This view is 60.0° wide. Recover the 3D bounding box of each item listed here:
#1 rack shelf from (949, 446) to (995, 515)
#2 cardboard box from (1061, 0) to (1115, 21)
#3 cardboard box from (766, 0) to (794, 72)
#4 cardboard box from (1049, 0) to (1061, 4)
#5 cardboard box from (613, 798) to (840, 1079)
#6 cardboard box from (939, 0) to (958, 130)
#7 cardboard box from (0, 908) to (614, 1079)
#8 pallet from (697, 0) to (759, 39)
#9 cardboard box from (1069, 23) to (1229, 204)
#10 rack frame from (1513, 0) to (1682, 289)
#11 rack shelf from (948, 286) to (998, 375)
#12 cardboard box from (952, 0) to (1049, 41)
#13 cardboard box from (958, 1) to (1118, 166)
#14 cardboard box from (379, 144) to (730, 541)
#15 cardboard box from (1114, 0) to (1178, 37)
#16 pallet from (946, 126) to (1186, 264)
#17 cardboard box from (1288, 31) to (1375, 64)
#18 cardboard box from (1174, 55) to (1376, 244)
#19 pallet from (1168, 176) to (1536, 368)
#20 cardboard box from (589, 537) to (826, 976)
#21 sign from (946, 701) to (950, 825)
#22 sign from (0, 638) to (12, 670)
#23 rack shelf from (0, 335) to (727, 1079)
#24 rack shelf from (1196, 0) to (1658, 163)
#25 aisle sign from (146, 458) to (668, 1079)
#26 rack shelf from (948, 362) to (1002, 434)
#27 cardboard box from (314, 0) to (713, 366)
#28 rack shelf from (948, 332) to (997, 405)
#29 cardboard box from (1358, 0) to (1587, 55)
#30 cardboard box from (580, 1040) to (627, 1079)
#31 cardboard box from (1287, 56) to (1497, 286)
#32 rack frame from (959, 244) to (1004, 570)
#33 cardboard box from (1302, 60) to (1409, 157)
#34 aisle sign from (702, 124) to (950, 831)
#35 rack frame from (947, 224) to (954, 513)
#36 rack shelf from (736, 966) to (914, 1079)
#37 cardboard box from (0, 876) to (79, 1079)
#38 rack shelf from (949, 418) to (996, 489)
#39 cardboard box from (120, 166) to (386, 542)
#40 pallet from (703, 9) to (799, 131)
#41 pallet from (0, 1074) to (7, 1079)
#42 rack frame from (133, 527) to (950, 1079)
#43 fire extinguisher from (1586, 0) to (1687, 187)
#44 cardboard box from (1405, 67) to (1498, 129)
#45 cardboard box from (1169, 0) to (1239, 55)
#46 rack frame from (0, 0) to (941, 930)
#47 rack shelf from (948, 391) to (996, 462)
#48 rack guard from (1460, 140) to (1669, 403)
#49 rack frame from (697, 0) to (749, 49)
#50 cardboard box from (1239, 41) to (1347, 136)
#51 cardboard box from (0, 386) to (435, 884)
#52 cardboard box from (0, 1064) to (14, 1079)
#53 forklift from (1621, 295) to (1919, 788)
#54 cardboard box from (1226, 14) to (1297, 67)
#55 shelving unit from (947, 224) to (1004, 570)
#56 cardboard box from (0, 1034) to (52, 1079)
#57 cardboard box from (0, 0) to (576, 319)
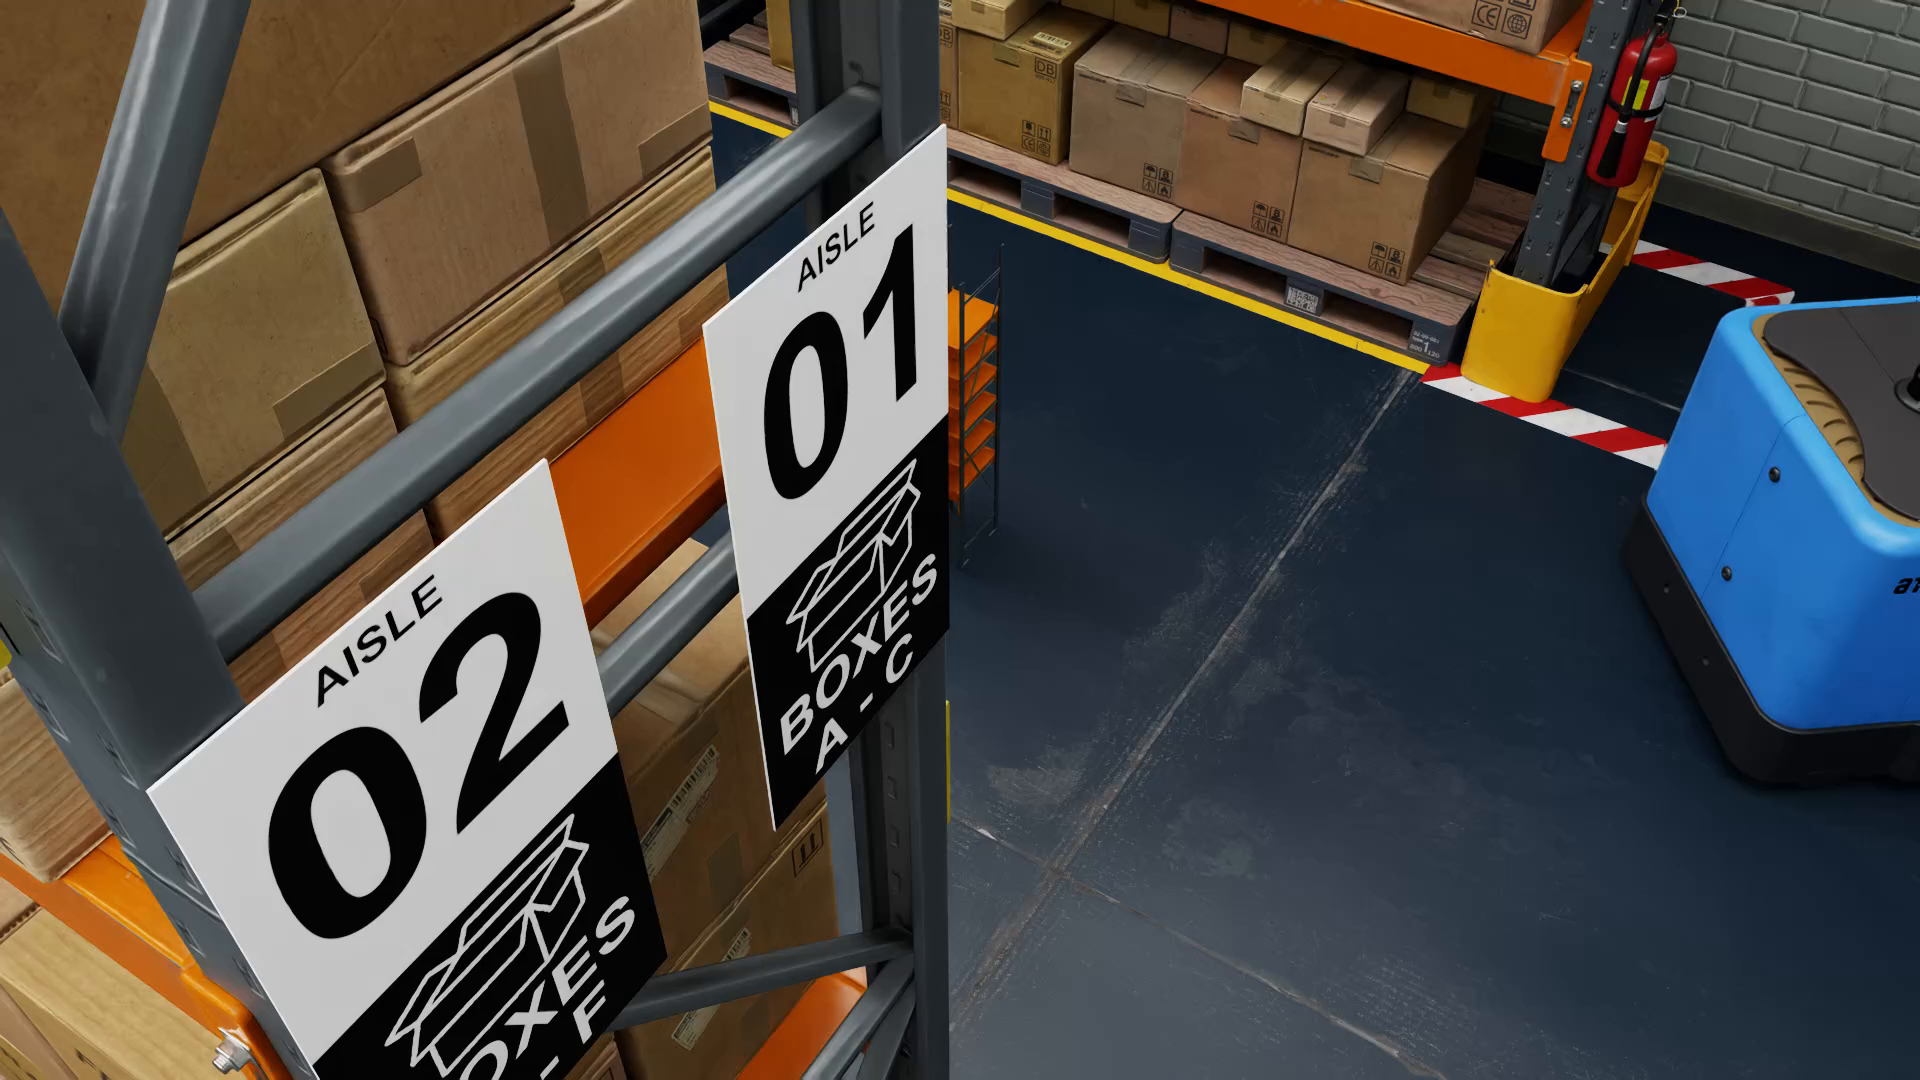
[{"bbox_3d":[-0.012,-0.226,5.529,0.180,0.103,0.258,25,51,22],"label":"rack shelf"},{"bbox_3d":[0.622,-2.343,6.933,0.250,0.149,0.380,24,50,21],"label":"cardboard box"},{"bbox_3d":[-0.460,-2.443,7.482,0.500,0.500,0.700,25,51,23],"label":"cardboard box"},{"bbox_3d":[0.404,-2.442,7.029,0.250,0.149,0.380,25,51,22],"label":"cardboard box"},{"bbox_3d":[-0.569,0.656,2.952,0.500,0.500,0.500,26,51,23],"label":"cardboard box"},{"bbox_3d":[-0.039,-2.246,7.291,0.500,0.500,0.700,24,51,22],"label":"cardboard box"},{"bbox_3d":[-0.861,0.632,2.277,0.500,0.500,0.500,24,51,22],"label":"cardboard box"},{"bbox_3d":[-1.724,-2.800,8.324,1.213,0.211,1.003,25,51,22],"label":"pallet"},{"bbox_3d":[0.845,-1.844,6.901,0.500,0.500,0.700,23,50,21],"label":"cardboard box"},{"bbox_3d":[2.333,-1.970,5.573,0.127,3.000,1.000,25,51,22],"label":"rack frame"},{"bbox_3d":[-0.012,-0.644,5.099,0.180,0.103,0.258,25,51,22],"label":"rack shelf"},{"bbox_3d":[0.170,-2.224,6.818,0.250,0.149,0.380,23,50,21],"label":"cardboard box"},{"bbox_3d":[0.392,-2.046,7.097,0.500,0.500,0.700,26,51,23],"label":"cardboard box"},{"bbox_3d":[-0.633,-0.324,1.986,0.500,0.250,0.500,25,51,22],"label":"cardboard box"},{"bbox_3d":[0.835,-2.244,6.837,0.250,0.149,0.380,25,51,22],"label":"cardboard box"},{"bbox_3d":[0.595,-1.734,7.288,1.213,0.211,1.003,25,51,22],"label":"pallet"},{"bbox_3d":[1.476,-1.950,6.551,0.250,0.149,0.380,25,51,22],"label":"cardboard box"},{"bbox_3d":[1.269,-1.650,6.712,0.500,0.500,0.700,25,51,22],"label":"cardboard box"},{"bbox_3d":[1.618,-1.261,6.828,1.213,0.211,1.003,25,51,22],"label":"pallet"},{"bbox_3d":[-0.569,0.307,2.593,0.500,0.500,0.500,26,51,23],"label":"cardboard box"},{"bbox_3d":[-0.045,0.392,2.674,0.005,0.325,0.100,25,51,22],"label":"sign"},{"bbox_3d":[-0.654,-0.005,0.954,0.005,0.325,0.100,25,51,22],"label":"sign"},{"bbox_3d":[-2.021,-0.547,2.600,4.000,0.370,1.077,25,51,22],"label":"rack shelf"},{"bbox_3d":[0.650,-2.494,6.584,4.000,0.370,1.077,25,51,22],"label":"rack shelf"},{"bbox_3d":[-0.446,0.327,1.528,0.004,0.787,0.394,25,51,22],"label":"aisle sign"},{"bbox_3d":[-0.012,-0.476,5.271,0.180,0.103,0.258,25,51,22],"label":"rack shelf"},{"bbox_3d":[-0.630,-0.502,1.810,0.500,0.250,0.500,25,51,22],"label":"cardboard box"},{"bbox_3d":[-0.012,-0.560,5.185,0.180,0.103,0.258,25,51,22],"label":"rack shelf"},{"bbox_3d":[1.899,-2.266,5.651,0.700,0.700,0.980,27,52,24],"label":"cardboard box"},{"bbox_3d":[-0.862,0.978,2.639,0.500,0.500,0.500,26,51,23],"label":"cardboard box"},{"bbox_3d":[1.690,-1.456,6.524,0.500,0.500,0.700,25,51,22],"label":"cardboard box"},{"bbox_3d":[0.065,-0.388,5.291,0.006,1.200,0.240,25,51,22],"label":"rack frame"},{"bbox_3d":[1.484,-1.622,6.232,0.250,0.149,0.380,24,51,22],"label":"cardboard box"},{"bbox_3d":[-0.122,-0.035,1.880,0.004,0.787,0.394,25,51,22],"label":"aisle sign"},{"bbox_3d":[-0.089,-0.459,5.360,0.006,1.200,0.240,25,51,22],"label":"rack frame"},{"bbox_3d":[-2.021,0.498,3.676,4.000,0.370,1.077,25,51,22],"label":"rack shelf"},{"bbox_3d":[-1.287,0.437,2.467,0.500,0.500,0.500,26,51,23],"label":"cardboard box"},{"bbox_3d":[-0.012,-0.309,5.443,0.180,0.103,0.258,25,51,22],"label":"rack shelf"},{"bbox_3d":[-0.908,-0.191,1.508,0.500,0.250,0.500,25,51,22],"label":"cardboard box"},{"bbox_3d":[-0.436,-2.206,7.746,1.213,0.211,1.003,25,51,22],"label":"pallet"},{"bbox_3d":[-2.096,1.183,4.453,1.213,0.211,1.003,25,51,22],"label":"pallet"},{"bbox_3d":[-0.338,1.022,2.666,0.127,3.000,1.000,25,51,22],"label":"rack frame"},{"bbox_3d":[2.211,-1.476,5.407,0.183,0.674,0.296,25,51,22],"label":"fire extinguisher"},{"bbox_3d":[1.903,-1.755,6.361,0.250,0.149,0.380,25,51,22],"label":"cardboard box"},{"bbox_3d":[1.051,-2.145,6.741,0.250,0.149,0.380,25,51,23],"label":"cardboard box"},{"bbox_3d":[-0.338,-1.069,0.514,0.127,3.000,1.000,25,51,22],"label":"rack frame"},{"bbox_3d":[-0.012,-0.393,5.357,0.180,0.103,0.258,25,51,22],"label":"rack shelf"},{"bbox_3d":[2.353,-1.090,6.460,0.348,0.500,1.175,25,51,22],"label":"rack guard"},{"bbox_3d":[-1.034,-3.519,7.078,0.127,3.000,1.000,25,51,22],"label":"rack frame"},{"bbox_3d":[1.268,-1.720,6.328,0.250,0.149,0.380,26,51,23],"label":"cardboard box"},{"bbox_3d":[-0.913,-0.011,1.682,0.500,0.250,0.500,25,51,22],"label":"cardboard box"},{"bbox_3d":[-1.718,0.582,3.023,0.500,0.500,0.500,25,51,22],"label":"cardboard box"},{"bbox_3d":[3.779,-0.726,4.412,3.031,2.935,1.130,-4,46,-4],"label":"forklift"},{"bbox_3d":[1.266,-2.047,6.646,0.250,0.149,0.380,25,51,22],"label":"cardboard box"},{"bbox_3d":[-0.012,-0.424,5.325,0.189,1.200,0.258,25,51,22],"label":"shelving unit"},{"bbox_3d":[-1.300,0.779,2.832,0.500,0.500,0.500,25,51,22],"label":"cardboard box"},{"bbox_3d":[-0.779,-0.596,1.379,0.500,0.500,0.700,25,51,22],"label":"cardboard box"}]
